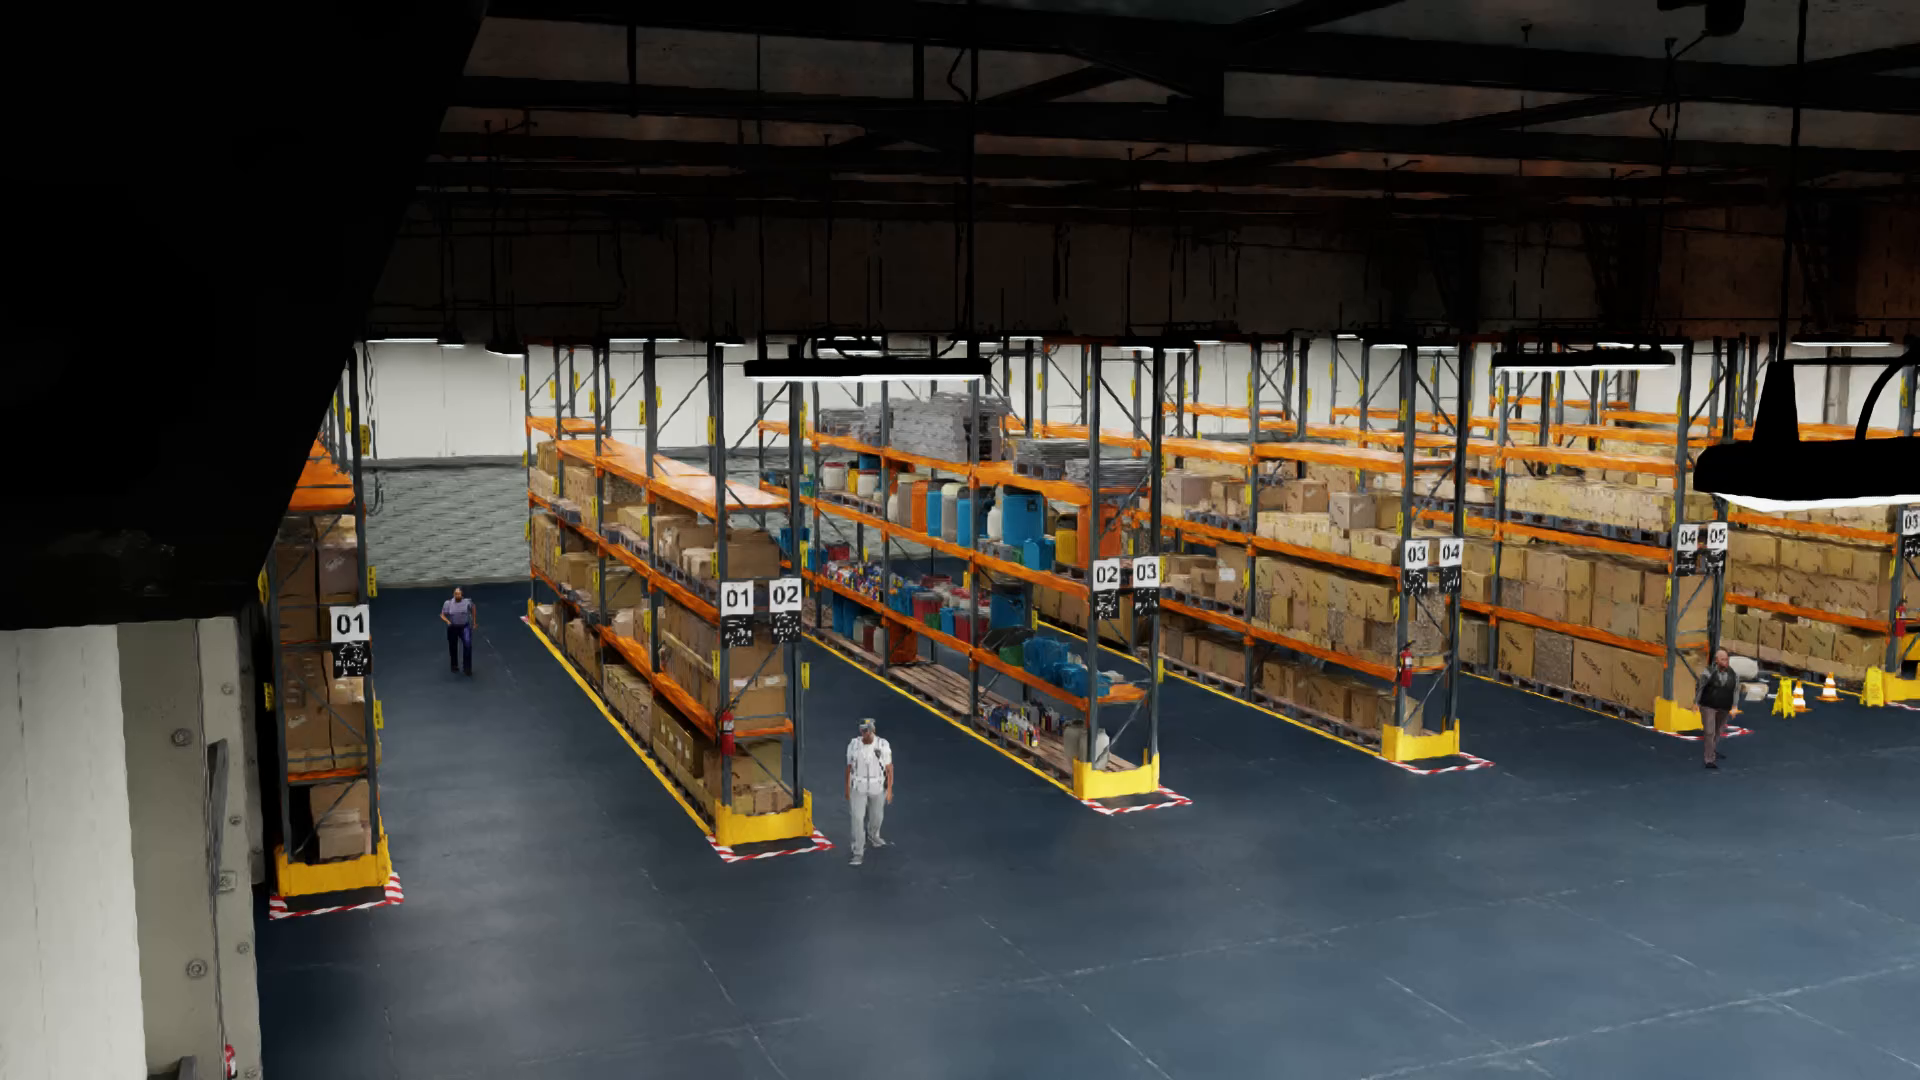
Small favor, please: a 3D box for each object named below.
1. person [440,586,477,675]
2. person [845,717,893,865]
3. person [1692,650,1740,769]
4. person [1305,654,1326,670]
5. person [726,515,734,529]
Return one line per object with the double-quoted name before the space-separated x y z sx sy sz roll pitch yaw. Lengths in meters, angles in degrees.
"person" -8.989 1.591 29.834 0.628 1.583 0.828 -2 8 -17
"person" -1.068 2.884 19.537 0.568 1.722 0.950 -1 8 -6
"person" 10.744 2.381 23.584 0.579 1.675 0.950 0 8 1
"person" 6.256 1.676 29.092 0.580 1.619 0.507 -3 8 -25
"person" -5.799 0.084 40.371 0.509 1.773 0.735 4 9 27
